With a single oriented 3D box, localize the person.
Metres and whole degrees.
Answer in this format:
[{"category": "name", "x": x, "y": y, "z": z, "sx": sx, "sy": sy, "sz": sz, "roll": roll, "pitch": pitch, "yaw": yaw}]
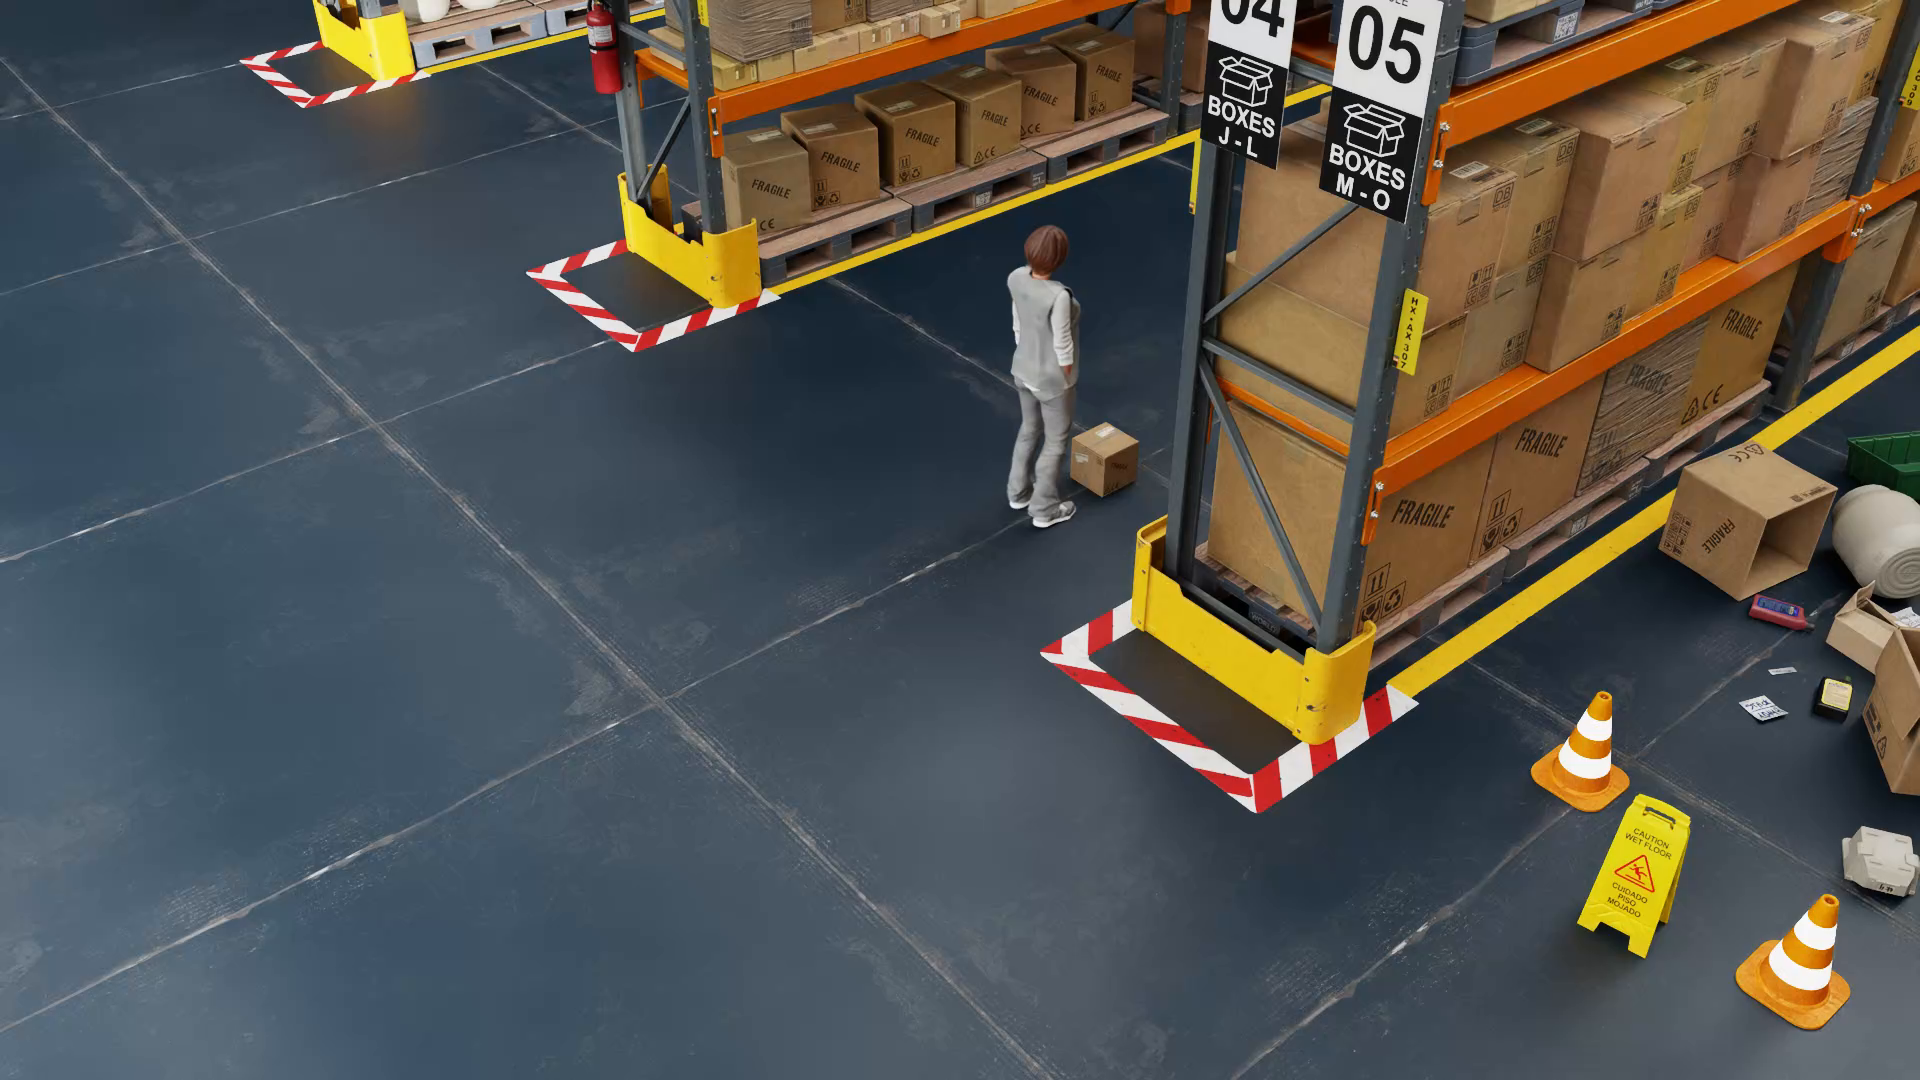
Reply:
[{"category": "person", "x": 0.404, "y": -0.805, "z": 8.182, "sx": 0.307, "sy": 1.592, "sz": 0.407, "roll": -26, "pitch": 43, "yaw": -30}]
